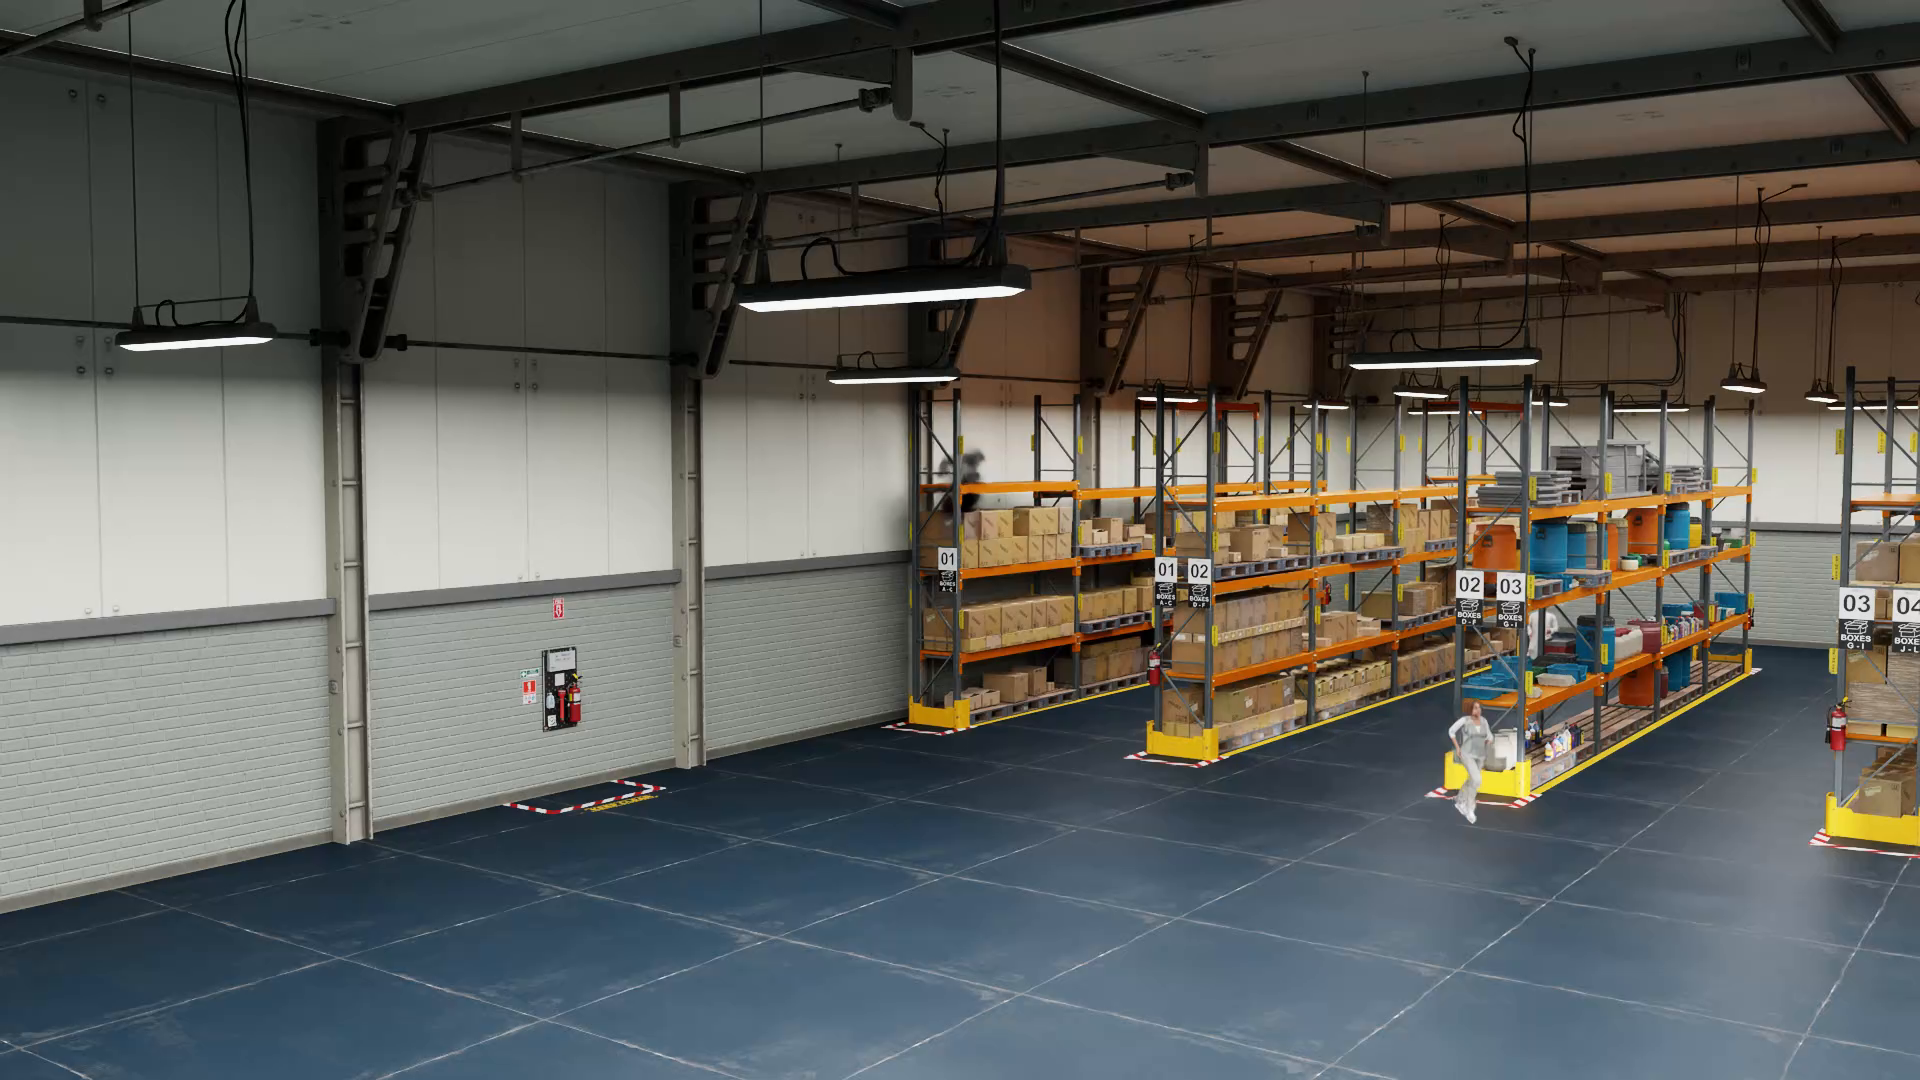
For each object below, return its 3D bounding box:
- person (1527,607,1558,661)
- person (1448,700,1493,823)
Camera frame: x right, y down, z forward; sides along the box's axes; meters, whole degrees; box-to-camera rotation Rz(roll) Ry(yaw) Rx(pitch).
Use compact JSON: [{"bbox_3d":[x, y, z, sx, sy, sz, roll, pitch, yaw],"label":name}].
[{"bbox_3d":[12.127,2.143,34.766,0.694,1.744,0.642,2,4,26],"label":"person"},{"bbox_3d":[6.850,2.983,22.223,0.513,1.538,0.691,-1,3,-17],"label":"person"}]
